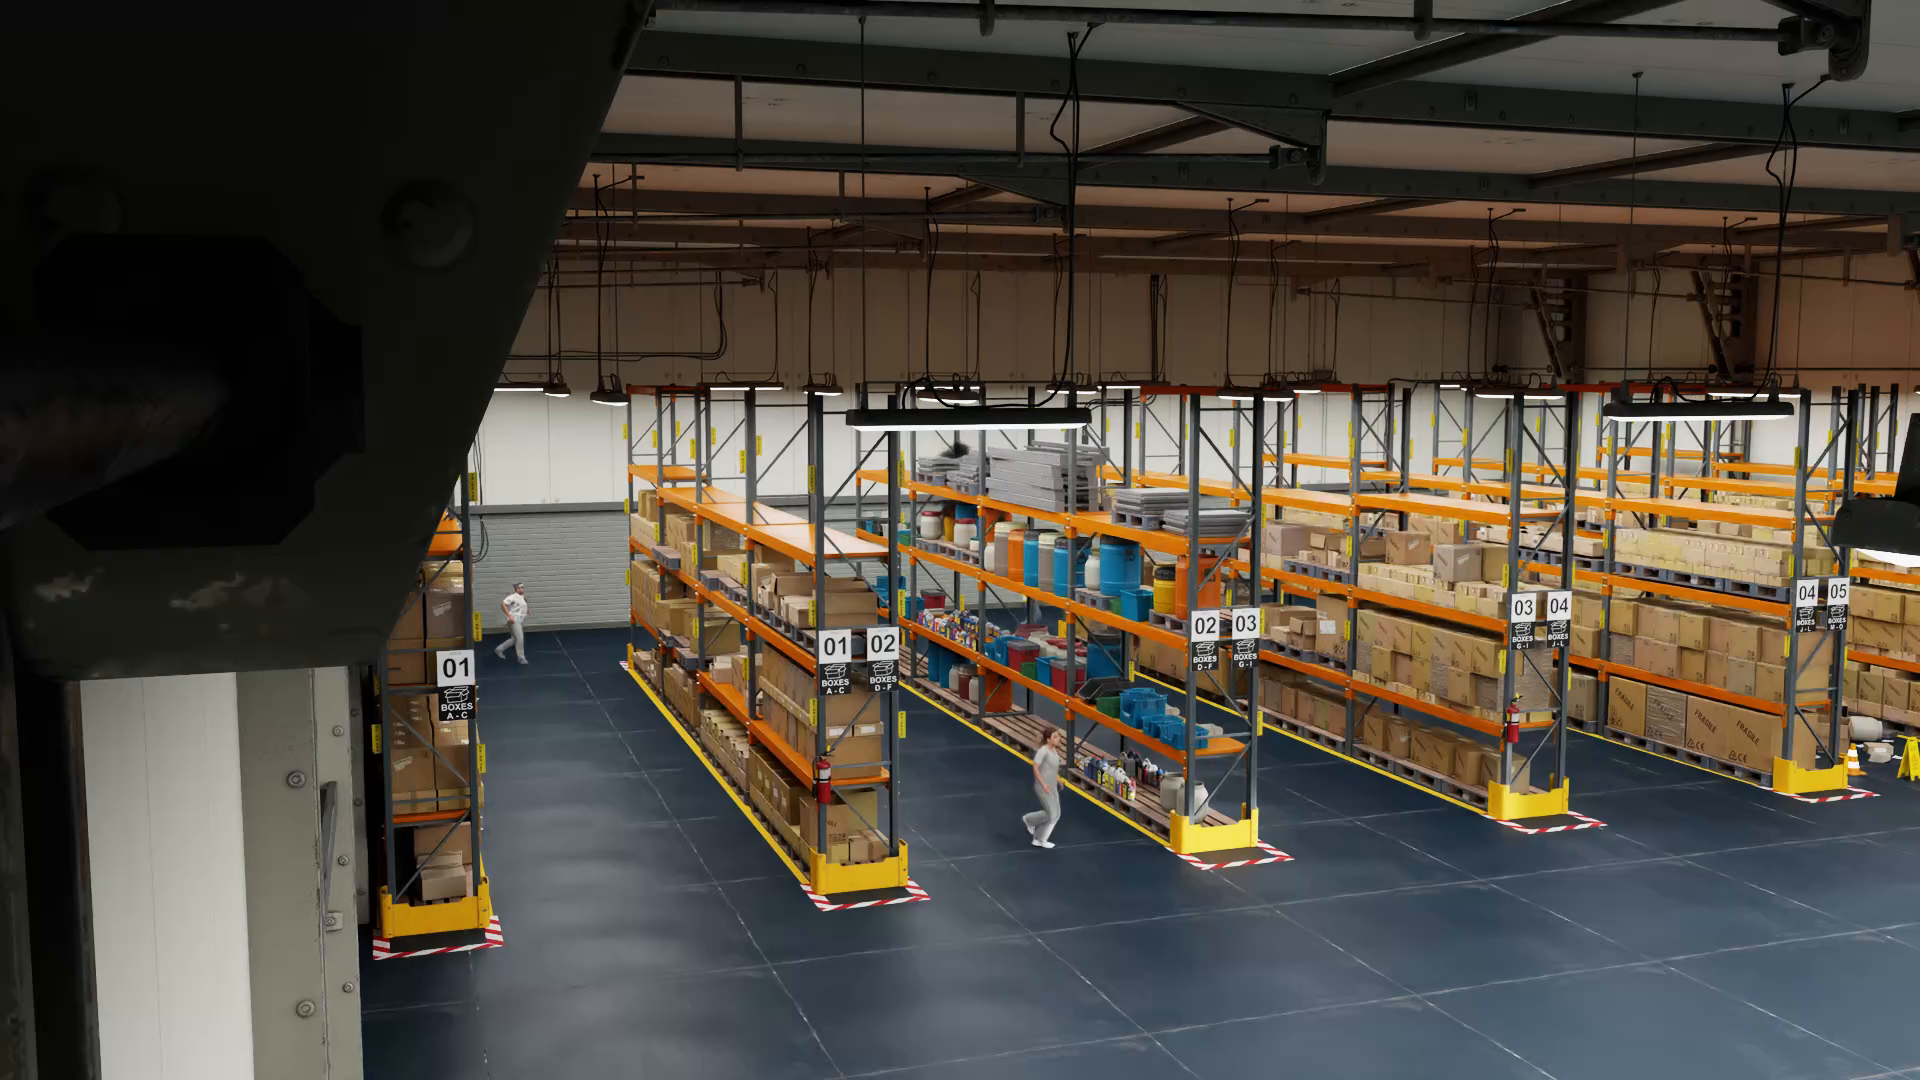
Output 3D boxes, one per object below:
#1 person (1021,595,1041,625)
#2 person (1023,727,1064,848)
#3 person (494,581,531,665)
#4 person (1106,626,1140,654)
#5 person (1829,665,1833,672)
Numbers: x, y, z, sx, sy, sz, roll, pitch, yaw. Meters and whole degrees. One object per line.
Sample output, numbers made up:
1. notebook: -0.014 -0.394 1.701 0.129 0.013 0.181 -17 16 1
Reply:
1. person: 1.644 1.427 39.372 0.536 1.703 0.760 0 6 -4
2. person: 1.083 3.266 22.049 0.557 1.609 0.561 4 7 34
3. person: -9.607 1.763 35.893 0.909 1.742 0.724 1 6 8
4. person: 3.143 2.211 32.349 0.738 1.593 0.886 0 6 -5
5. person: 17.164 2.267 32.545 0.571 1.430 0.779 -4 7 -32
